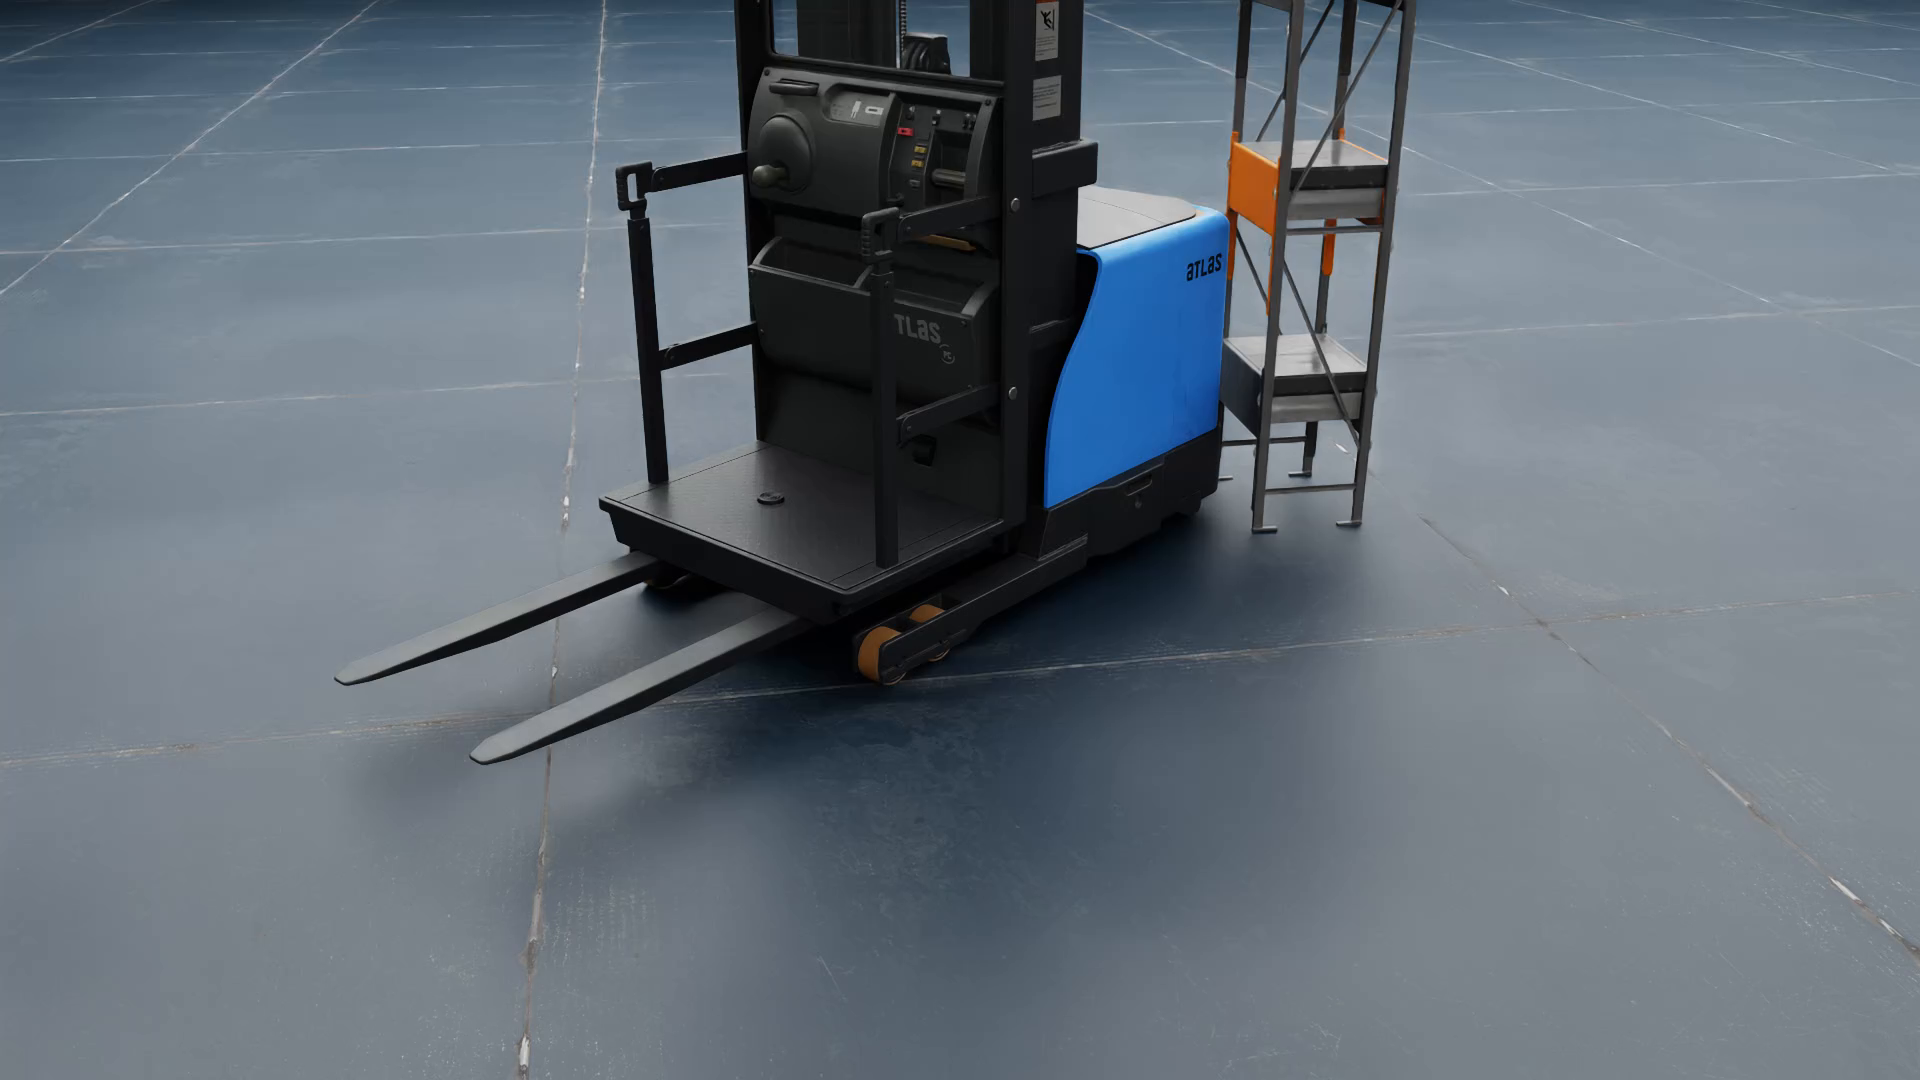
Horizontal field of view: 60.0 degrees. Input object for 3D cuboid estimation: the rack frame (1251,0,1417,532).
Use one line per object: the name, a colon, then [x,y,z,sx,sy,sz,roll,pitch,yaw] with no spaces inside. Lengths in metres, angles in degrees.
rack frame: [1.221,-1.006,5.430,0.400,2.100,0.015,-4,24,-9]

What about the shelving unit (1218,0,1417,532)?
shelving unit: [1.180,-1.103,5.650,0.431,2.100,0.503,-4,24,-9]

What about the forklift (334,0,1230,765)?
forklift: [-0.409,-1.152,4.725,1.130,2.935,3.031,19,30,37]

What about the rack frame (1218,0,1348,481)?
rack frame: [1.138,-1.199,5.871,0.400,2.100,0.015,-4,24,-9]

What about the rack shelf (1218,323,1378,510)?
rack shelf: [1.179,-0.449,5.936,0.431,0.518,0.480,-4,24,-9]

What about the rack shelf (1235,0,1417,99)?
rack shelf: [1.180,-1.732,5.376,0.431,0.518,0.480,-4,24,-9]

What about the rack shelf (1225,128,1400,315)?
rack shelf: [1.179,-1.090,5.656,0.431,0.518,0.480,-4,24,-9]
